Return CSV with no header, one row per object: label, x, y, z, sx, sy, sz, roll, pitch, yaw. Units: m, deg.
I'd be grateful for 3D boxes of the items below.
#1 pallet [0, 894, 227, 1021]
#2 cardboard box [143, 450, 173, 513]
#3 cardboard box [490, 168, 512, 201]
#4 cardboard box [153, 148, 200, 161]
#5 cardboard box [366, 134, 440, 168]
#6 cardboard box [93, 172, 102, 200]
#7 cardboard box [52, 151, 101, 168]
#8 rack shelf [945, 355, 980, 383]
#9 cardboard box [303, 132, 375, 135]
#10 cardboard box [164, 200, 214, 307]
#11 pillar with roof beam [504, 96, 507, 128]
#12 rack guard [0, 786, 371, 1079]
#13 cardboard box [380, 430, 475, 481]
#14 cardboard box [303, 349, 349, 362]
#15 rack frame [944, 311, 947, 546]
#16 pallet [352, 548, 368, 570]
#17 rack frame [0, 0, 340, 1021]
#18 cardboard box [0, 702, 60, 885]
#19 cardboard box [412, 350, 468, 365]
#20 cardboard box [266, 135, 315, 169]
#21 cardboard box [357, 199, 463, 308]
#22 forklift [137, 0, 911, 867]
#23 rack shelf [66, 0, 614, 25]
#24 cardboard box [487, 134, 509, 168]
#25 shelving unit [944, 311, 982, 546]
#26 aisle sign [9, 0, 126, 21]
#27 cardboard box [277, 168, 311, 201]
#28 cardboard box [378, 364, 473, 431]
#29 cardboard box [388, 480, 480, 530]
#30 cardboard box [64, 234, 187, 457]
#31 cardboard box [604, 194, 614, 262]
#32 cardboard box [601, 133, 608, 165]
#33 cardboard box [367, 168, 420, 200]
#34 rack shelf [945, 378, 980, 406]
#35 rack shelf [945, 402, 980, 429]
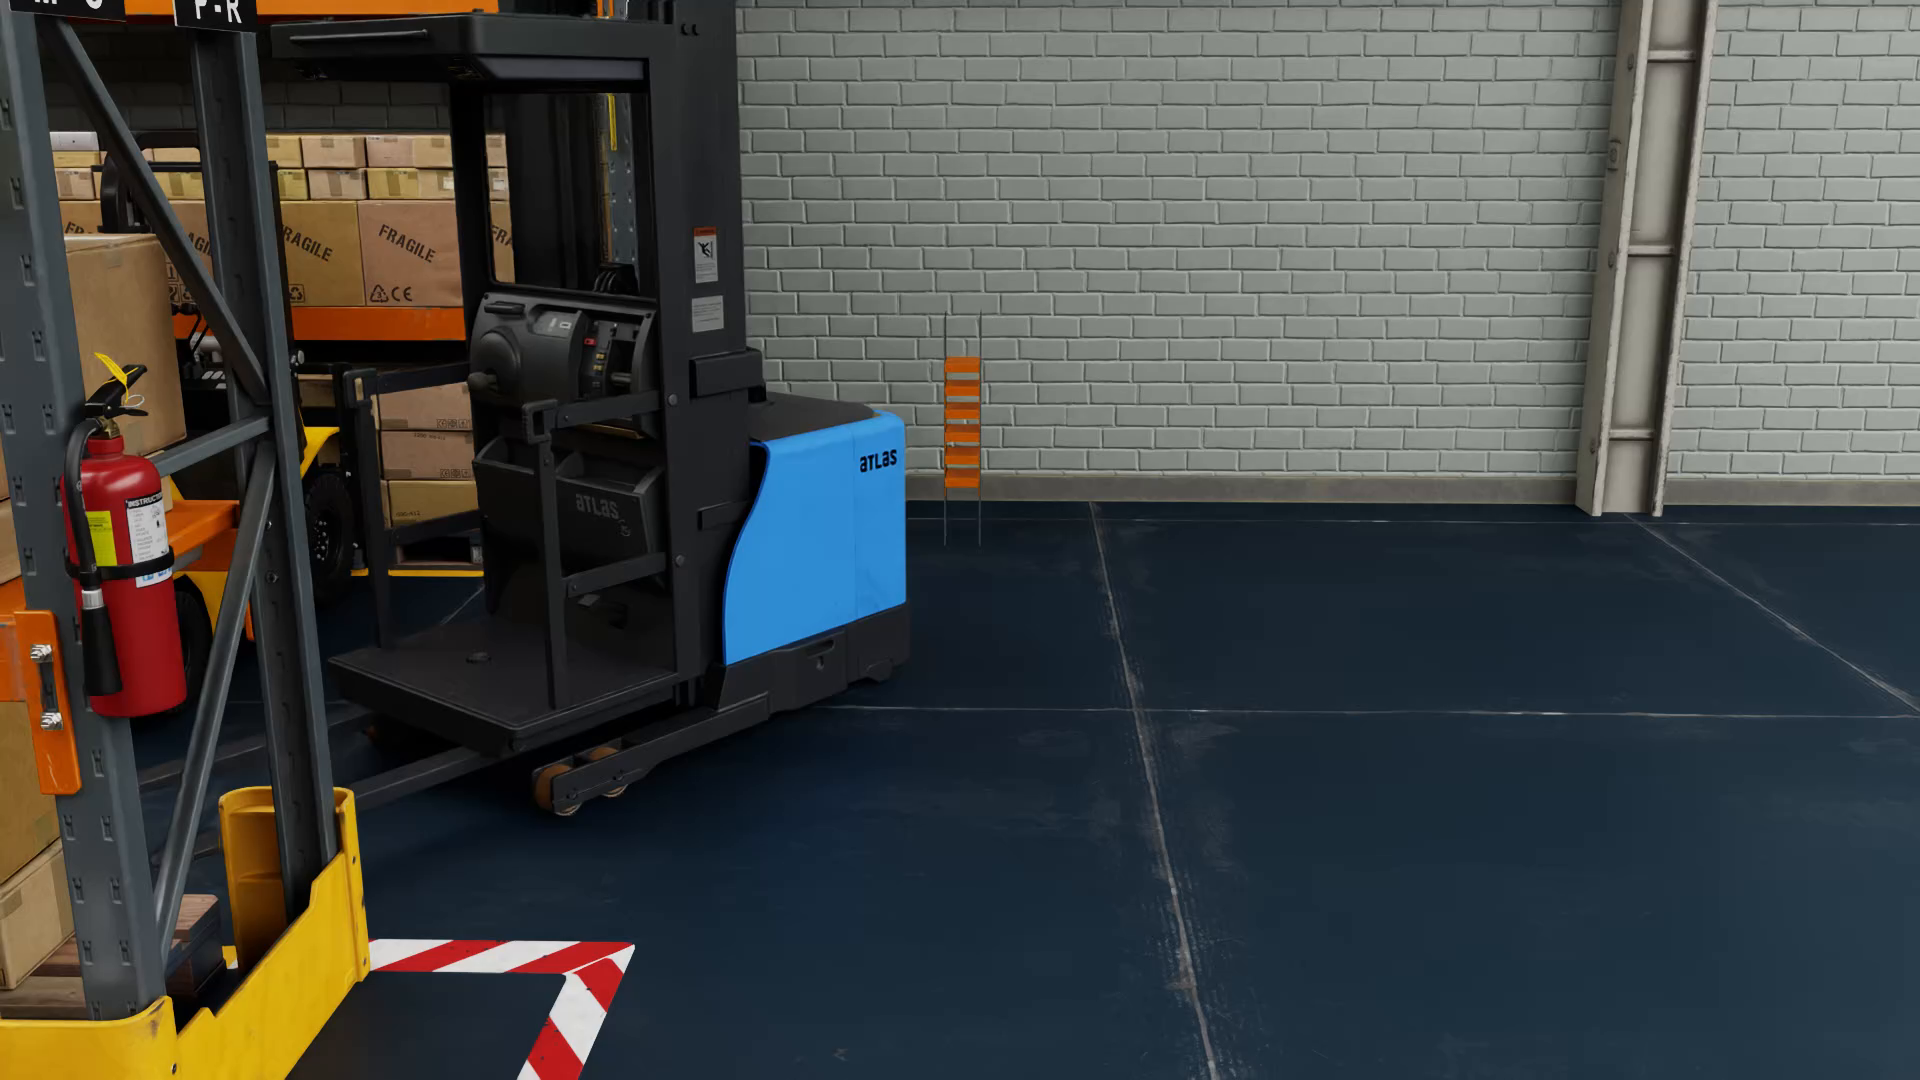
pallet,-2.581,1.170,3.992,1.213,0.211,1.003,0,15,1
cardboard box,-2.028,-0.097,3.820,0.250,0.149,0.380,0,15,2
cardboard box,-2.181,-1.716,7.998,0.250,0.149,0.380,1,15,2
cardboard box,-3.719,-1.898,8.104,0.250,0.149,0.380,0,15,2
cardboard box,-2.691,-1.893,8.084,0.250,0.149,0.380,0,15,2
cardboard box,-3.979,-1.733,8.060,0.250,0.149,0.380,0,15,0
cardboard box,-4.225,-1.883,8.046,0.250,0.149,0.380,0,15,1
rack shelf,0.014,-0.885,8.606,0.180,0.103,0.258,0,15,1
cardboard box,-3.197,-2.028,8.596,0.250,0.149,0.380,0,15,0
cardboard box,-3.603,-1.423,8.159,0.500,0.500,0.500,0,15,2
pillar with roof beam,-2.354,-3.467,4.340,0.400,9.000,9.100,0,15,1
rack guard,-1.770,1.045,3.901,0.348,0.500,1.175,0,15,1
cardboard box,-2.567,-0.474,8.344,0.500,0.250,0.500,0,15,1
cardboard box,-3.558,-0.851,8.793,0.500,0.250,0.500,0,15,0
rack frame,-0.077,-0.581,8.689,0.006,1.200,0.240,0,15,1
pallet,-3.553,-0.084,8.745,1.213,0.211,1.003,0,15,1
rack frame,-1.694,-0.164,3.580,0.127,3.000,1.000,0,15,1
cardboard box,-2.517,0.525,4.069,0.500,0.500,0.500,0,15,0
cardboard box,-2.546,-0.840,8.751,0.500,0.250,0.500,0,15,2
cardboard box,-3.213,-1.867,7.984,0.250,0.149,0.380,1,15,3
cardboard box,-2.588,-1.420,8.145,0.500,0.500,0.500,1,15,3
forklift,-1.515,-0.660,5.595,1.130,2.935,3.031,12,19,37
rack shelf,-3.570,-2.545,8.136,4.000,0.370,1.077,0,15,1
cardboard box,-2.182,-1.877,8.026,0.250,0.149,0.380,0,15,2
shelving unit,0.014,-0.580,8.687,0.189,1.200,0.258,0,15,1
aisle sign,-1.640,-1.346,2.966,0.004,0.787,0.394,0,15,1
cardboard box,-3.208,-1.724,8.028,0.250,0.149,0.380,0,15,2
cardboard box,-2.550,-0.712,8.264,0.500,0.250,0.500,1,15,2
cardboard box,-2.546,-0.231,8.403,0.500,0.250,0.500,0,15,1
cardboard box,-2.160,-0.430,3.809,0.500,0.500,0.500,0,15,1
cardboard box,-2.059,-1.552,8.646,0.500,0.500,0.500,1,15,3
cardboard box,-1.901,-1.992,8.459,0.250,0.149,0.380,0,15,0
cardboard box,-2.686,-1.738,8.080,0.250,0.149,0.380,0,15,1
rack shelf,0.014,-0.769,8.637,0.180,0.103,0.258,0,15,1
rack shelf,0.014,-0.653,8.667,0.180,0.103,0.258,0,15,1
